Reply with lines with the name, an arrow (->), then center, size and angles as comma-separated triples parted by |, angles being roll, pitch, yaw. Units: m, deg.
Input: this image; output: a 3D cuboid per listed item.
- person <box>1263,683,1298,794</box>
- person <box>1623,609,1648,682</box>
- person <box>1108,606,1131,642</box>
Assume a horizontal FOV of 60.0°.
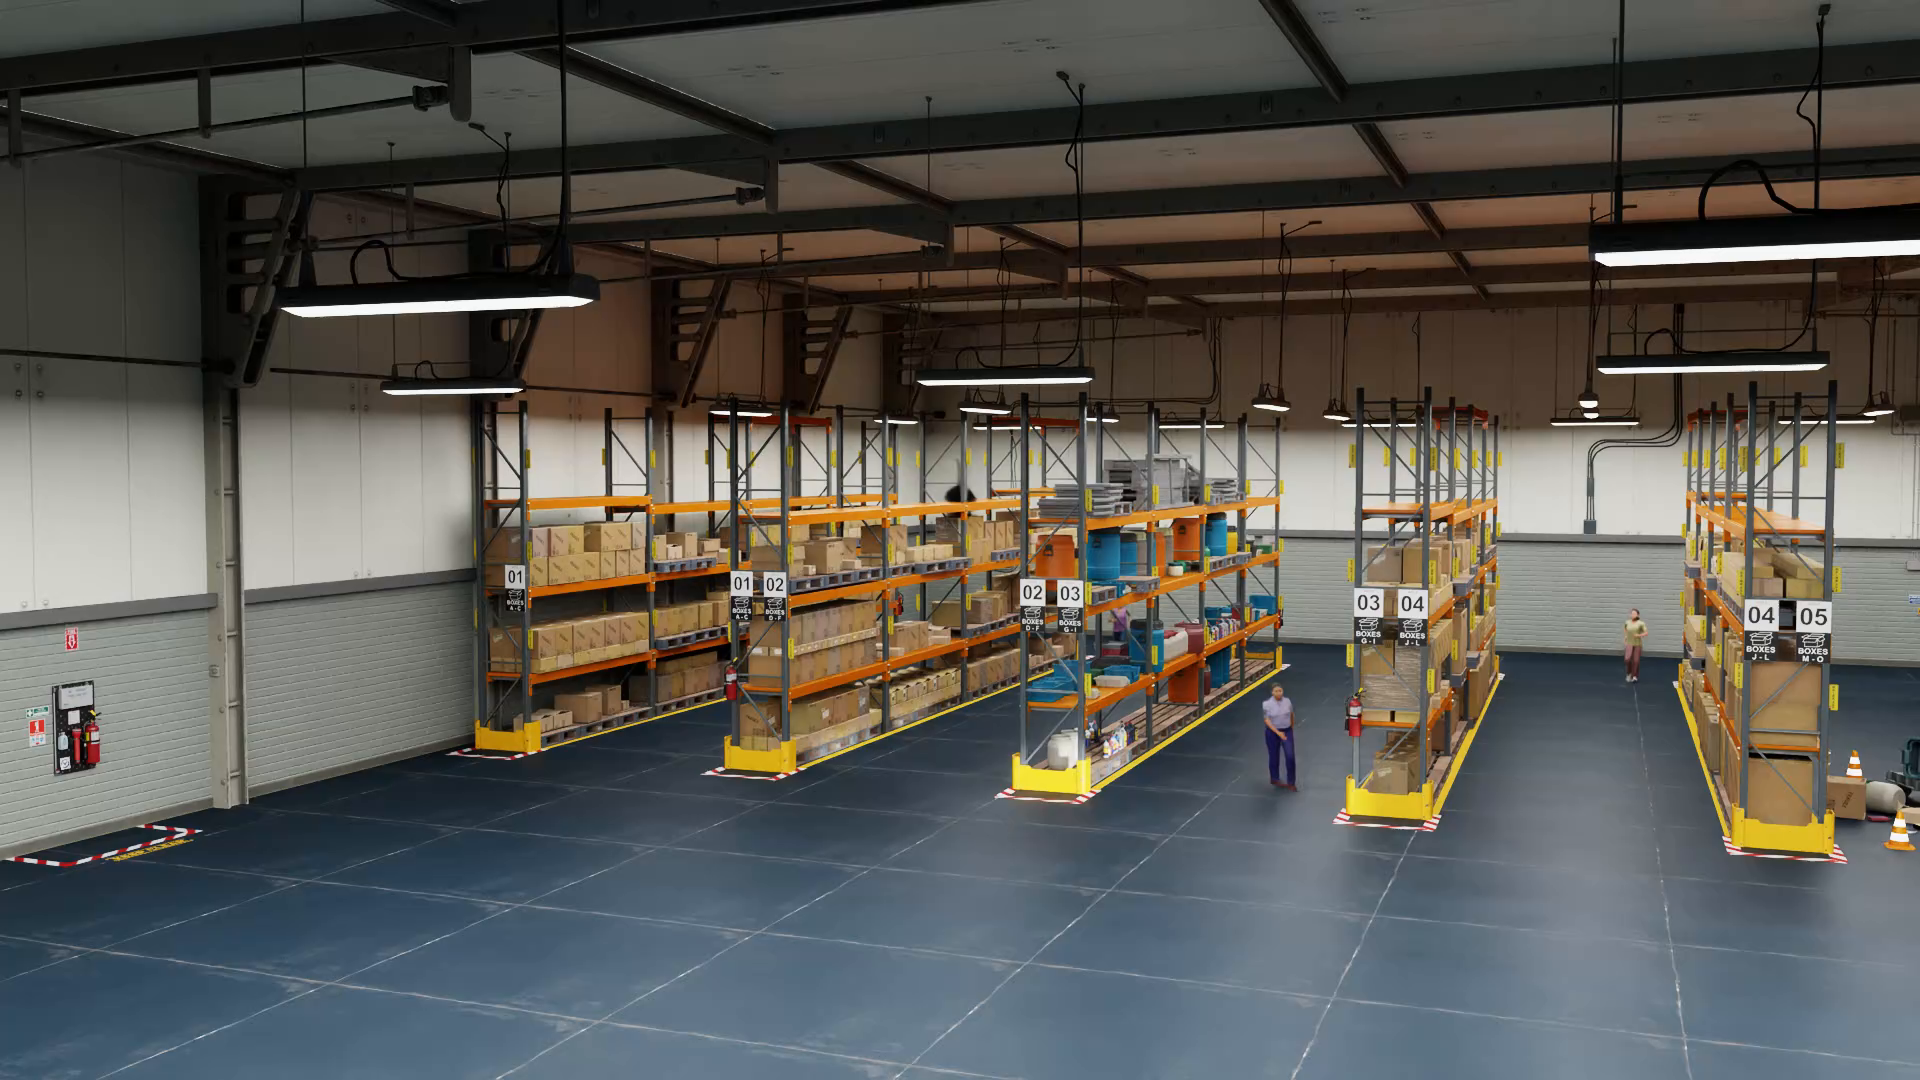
person -> 4.845, 2.986, 25.144 | 0.543, 1.691, 0.612 | 0, 3, 9
person -> 15.068, 2.357, 37.148 | 0.544, 1.645, 0.644 | 2, 3, 31
person -> 3.881, 2.205, 40.334 | 0.531, 1.584, 0.909 | 0, 3, 9
